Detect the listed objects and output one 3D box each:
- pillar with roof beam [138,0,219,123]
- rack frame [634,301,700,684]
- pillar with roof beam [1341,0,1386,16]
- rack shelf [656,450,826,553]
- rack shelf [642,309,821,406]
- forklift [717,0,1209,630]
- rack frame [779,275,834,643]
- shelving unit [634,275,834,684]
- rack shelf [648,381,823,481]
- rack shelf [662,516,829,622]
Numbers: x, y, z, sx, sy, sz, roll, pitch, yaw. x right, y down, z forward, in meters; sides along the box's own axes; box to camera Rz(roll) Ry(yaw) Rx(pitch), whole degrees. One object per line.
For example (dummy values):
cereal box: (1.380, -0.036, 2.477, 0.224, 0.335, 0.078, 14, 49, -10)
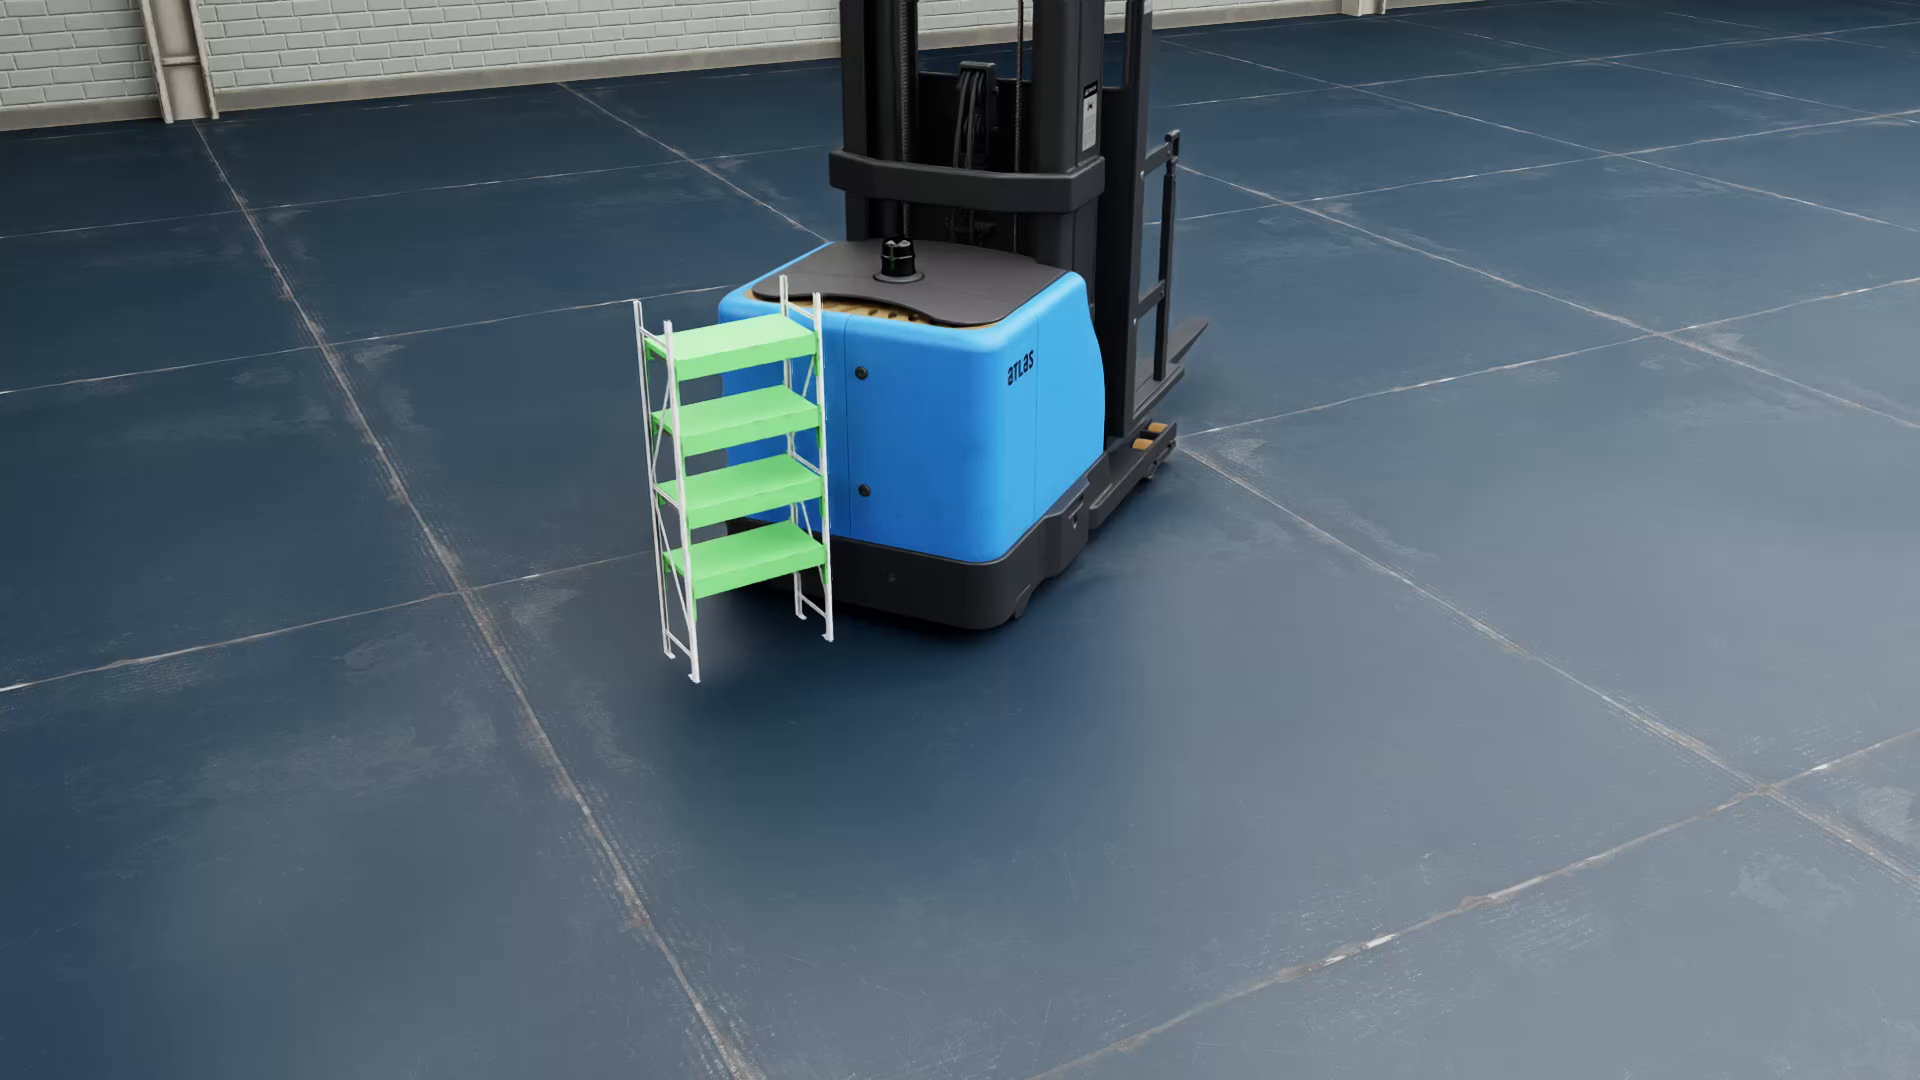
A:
pillar with roof beam: (-4.119, -5.788, 7.909, 0.400, 9.000, 9.100, -13, 29, -25)
rack frame: (-0.902, -0.128, 5.131, 0.015, 1.200, 0.240, -16, 30, -30)
pillar with roof beam: (6.470, -8.232, 12.999, 0.400, 9.000, 9.100, -13, 29, -25)
rack shelf: (-0.698, -0.128, 5.279, 0.480, 0.148, 0.258, -16, 30, -30)
rack shelf: (-0.698, -0.561, 5.071, 0.480, 0.148, 0.258, -16, 30, -30)
forklift: (0.255, -1.637, 6.273, 1.130, 2.935, 3.031, 11, 28, 22)
rack frame: (-0.493, -0.244, 5.371, 0.015, 1.200, 0.240, -16, 30, -30)
shelving unit: (-0.698, -0.186, 5.251, 0.503, 1.200, 0.258, -16, 30, -30)
rack shelf: (-0.698, -0.345, 5.175, 0.480, 0.148, 0.258, -16, 30, -30)
rack shelf: (-0.698, 0.088, 5.383, 0.480, 0.148, 0.258, -16, 30, -30)
